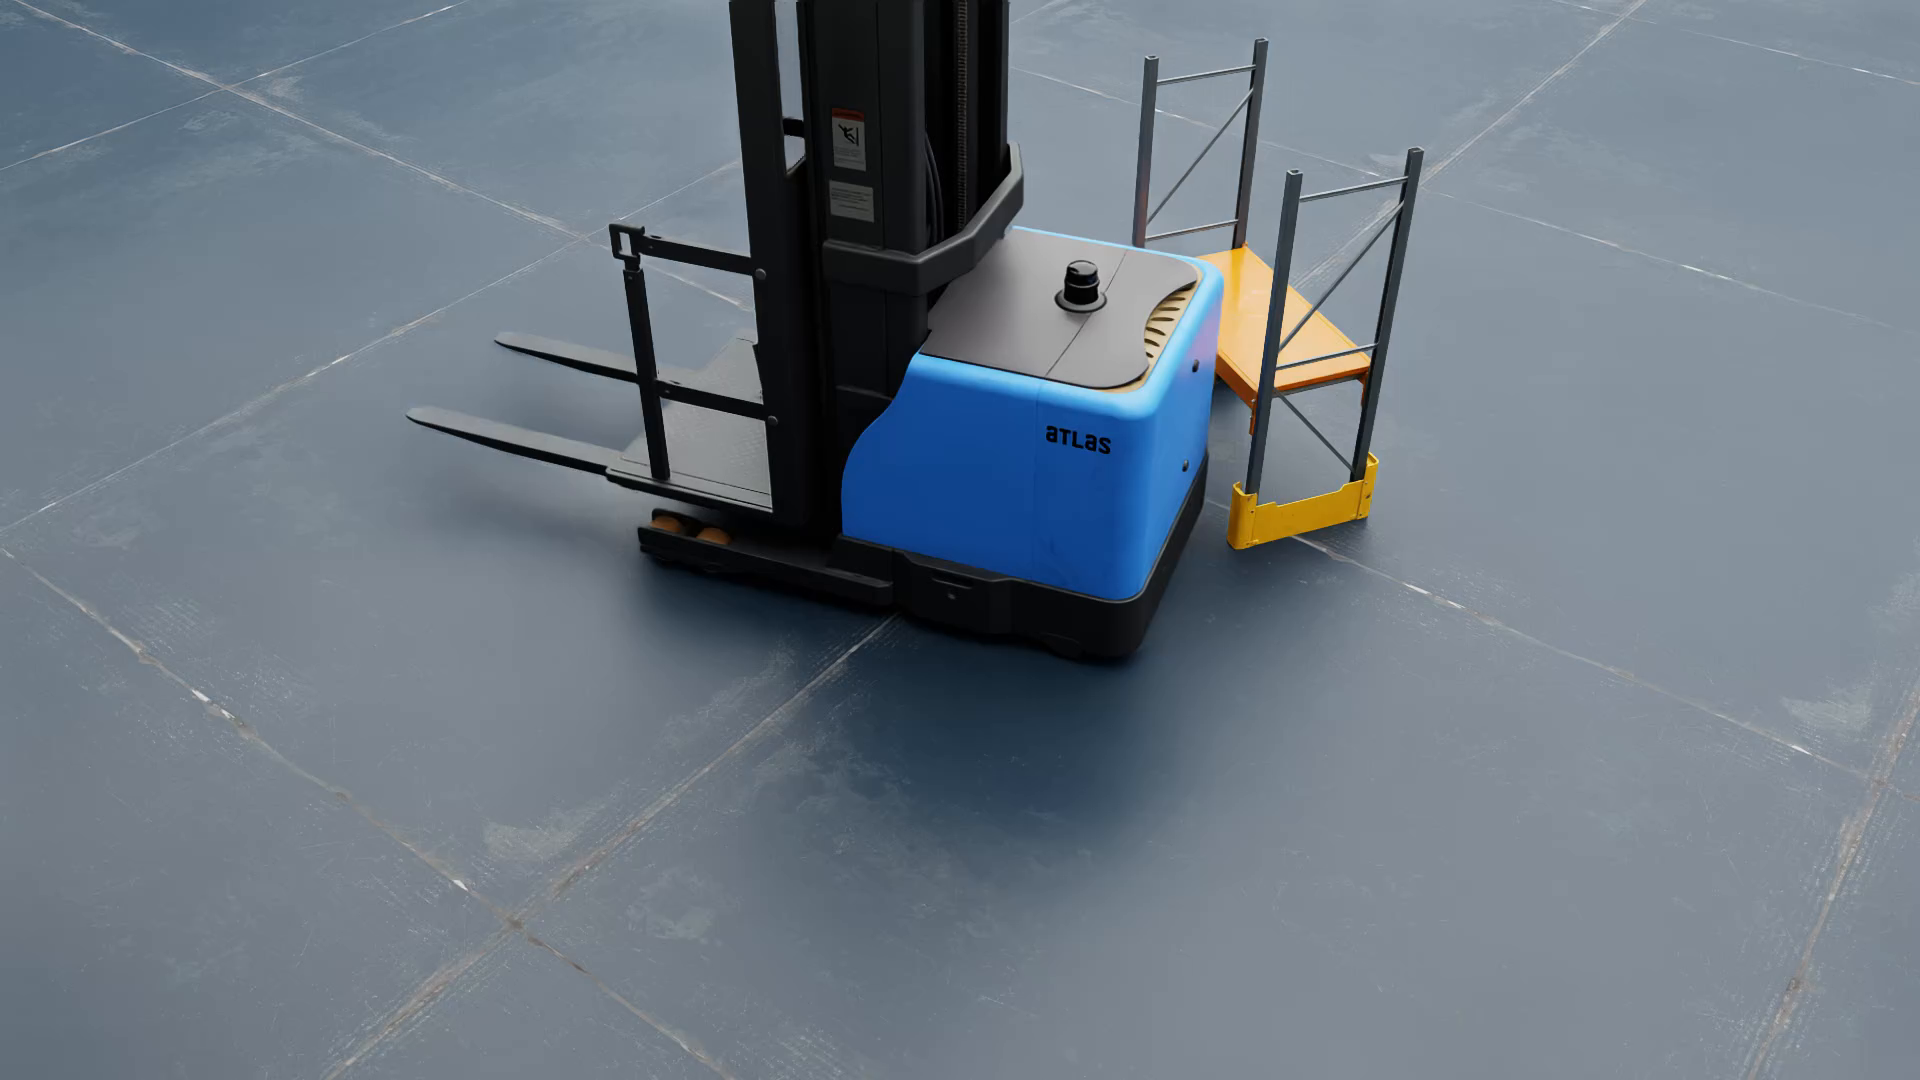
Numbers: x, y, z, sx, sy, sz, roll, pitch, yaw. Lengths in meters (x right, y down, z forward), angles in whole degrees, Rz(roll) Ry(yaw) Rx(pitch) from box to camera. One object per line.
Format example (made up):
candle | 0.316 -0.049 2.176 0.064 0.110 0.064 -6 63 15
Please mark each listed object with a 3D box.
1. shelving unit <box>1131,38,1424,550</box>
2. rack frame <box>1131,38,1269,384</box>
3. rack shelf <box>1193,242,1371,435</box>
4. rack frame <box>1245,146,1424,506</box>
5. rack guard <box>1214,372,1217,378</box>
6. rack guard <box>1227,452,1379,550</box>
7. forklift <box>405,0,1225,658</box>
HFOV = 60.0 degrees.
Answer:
shelving unit | 1.102 -0.926 6.217 0.587 1.500 1.083 -14 40 -17
rack frame | 0.913 -1.223 6.596 0.500 1.500 0.032 -14 40 -17
rack shelf | 1.099 -0.790 6.334 0.538 0.185 1.000 -14 40 -17
rack frame | 1.285 -0.640 5.851 0.500 1.500 0.032 -14 40 -17
rack guard | 0.920 -0.720 6.967 0.587 0.250 0.087 -14 40 -17
rack guard | 1.284 -0.149 6.237 0.587 0.250 0.087 -14 40 -17
forklift | -0.644 -1.321 5.560 3.031 2.935 1.130 13 40 17
